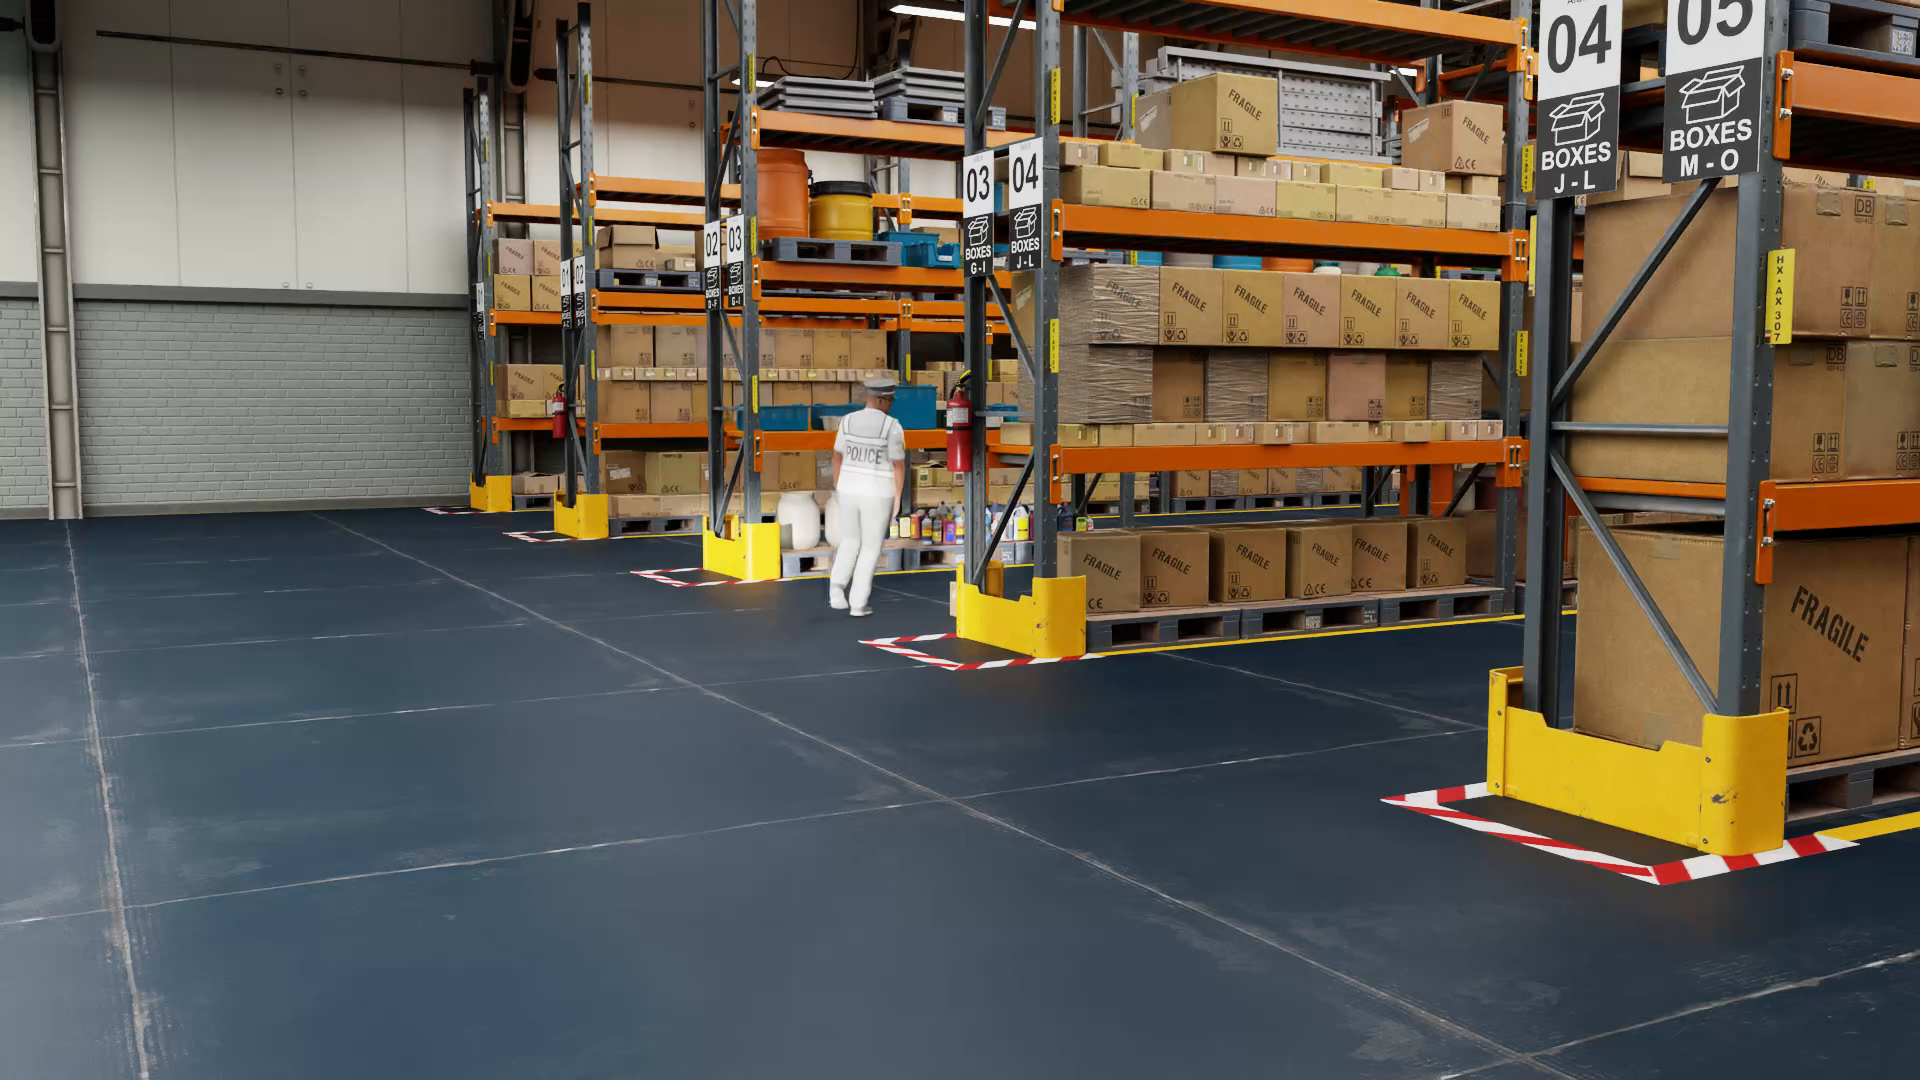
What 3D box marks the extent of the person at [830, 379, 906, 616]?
[{"bbox_3d":[-0.664,-0.308,12.175,0.597,1.740,0.450,2,5,23],"label":"person"}]
